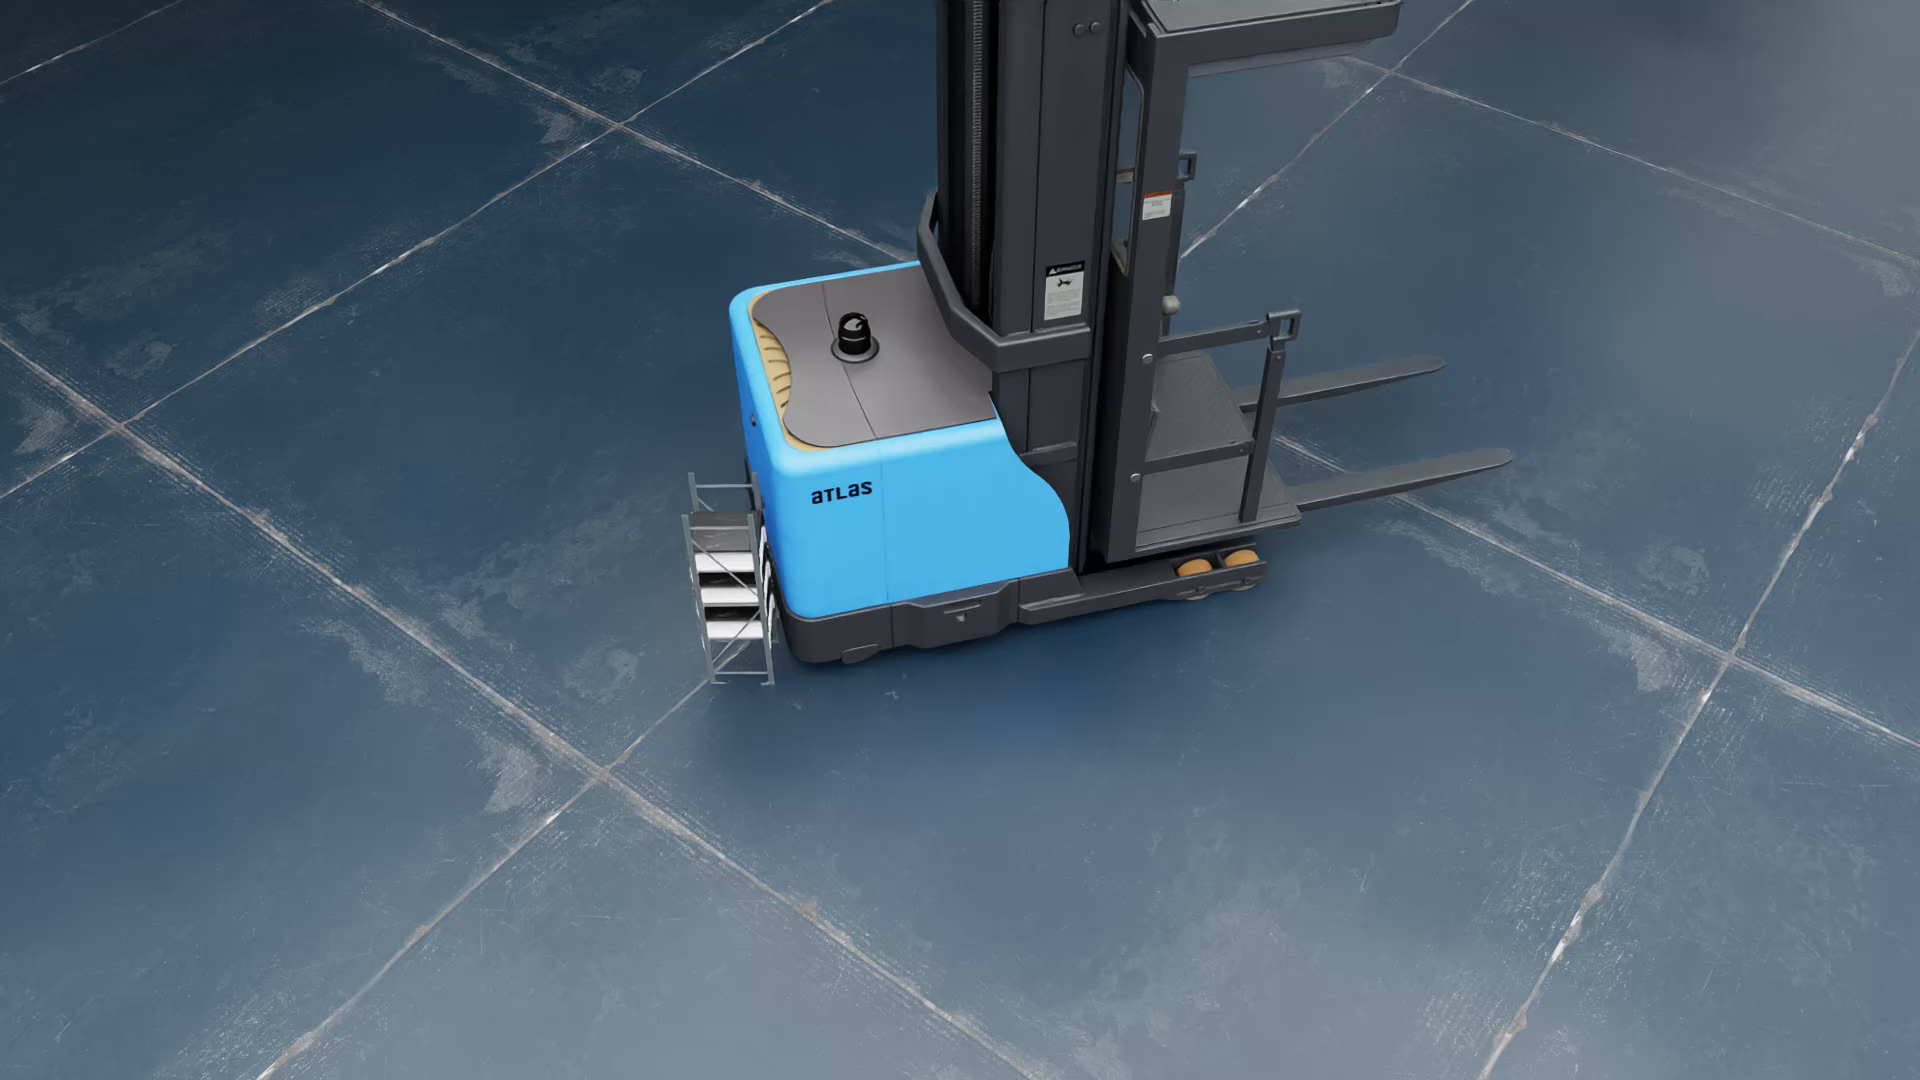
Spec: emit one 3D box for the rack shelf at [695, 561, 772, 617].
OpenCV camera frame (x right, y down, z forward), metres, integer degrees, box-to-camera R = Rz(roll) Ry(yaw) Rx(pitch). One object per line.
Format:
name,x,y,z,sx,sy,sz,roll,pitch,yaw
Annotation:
rack shelf,-0.817,0.176,6.005,0.258,0.077,0.200,0,46,0

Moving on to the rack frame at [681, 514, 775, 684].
rack frame,-0.815,0.227,5.911,0.240,0.900,0.006,0,46,0

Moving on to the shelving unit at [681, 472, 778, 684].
shelving unit,-0.817,0.153,5.981,0.258,0.900,0.210,0,46,0

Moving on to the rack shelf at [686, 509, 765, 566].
rack shelf,-0.817,-0.010,5.810,0.258,0.077,0.200,0,46,0

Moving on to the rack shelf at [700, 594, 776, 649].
rack shelf,-0.816,0.300,6.135,0.258,0.077,0.200,0,46,0

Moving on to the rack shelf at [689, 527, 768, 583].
rack shelf,-0.817,0.052,5.875,0.258,0.077,0.200,0,46,0

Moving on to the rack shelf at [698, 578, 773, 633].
rack shelf,-0.817,0.238,6.070,0.258,0.077,0.200,0,46,0

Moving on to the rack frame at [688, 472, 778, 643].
rack frame,-0.818,0.079,6.051,0.240,0.900,0.006,0,46,0

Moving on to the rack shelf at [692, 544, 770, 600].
rack shelf,-0.817,0.114,5.940,0.258,0.077,0.200,0,46,0

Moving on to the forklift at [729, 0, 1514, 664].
forklift,0.708,-1.137,5.809,3.031,2.935,1.130,-11,47,-10
